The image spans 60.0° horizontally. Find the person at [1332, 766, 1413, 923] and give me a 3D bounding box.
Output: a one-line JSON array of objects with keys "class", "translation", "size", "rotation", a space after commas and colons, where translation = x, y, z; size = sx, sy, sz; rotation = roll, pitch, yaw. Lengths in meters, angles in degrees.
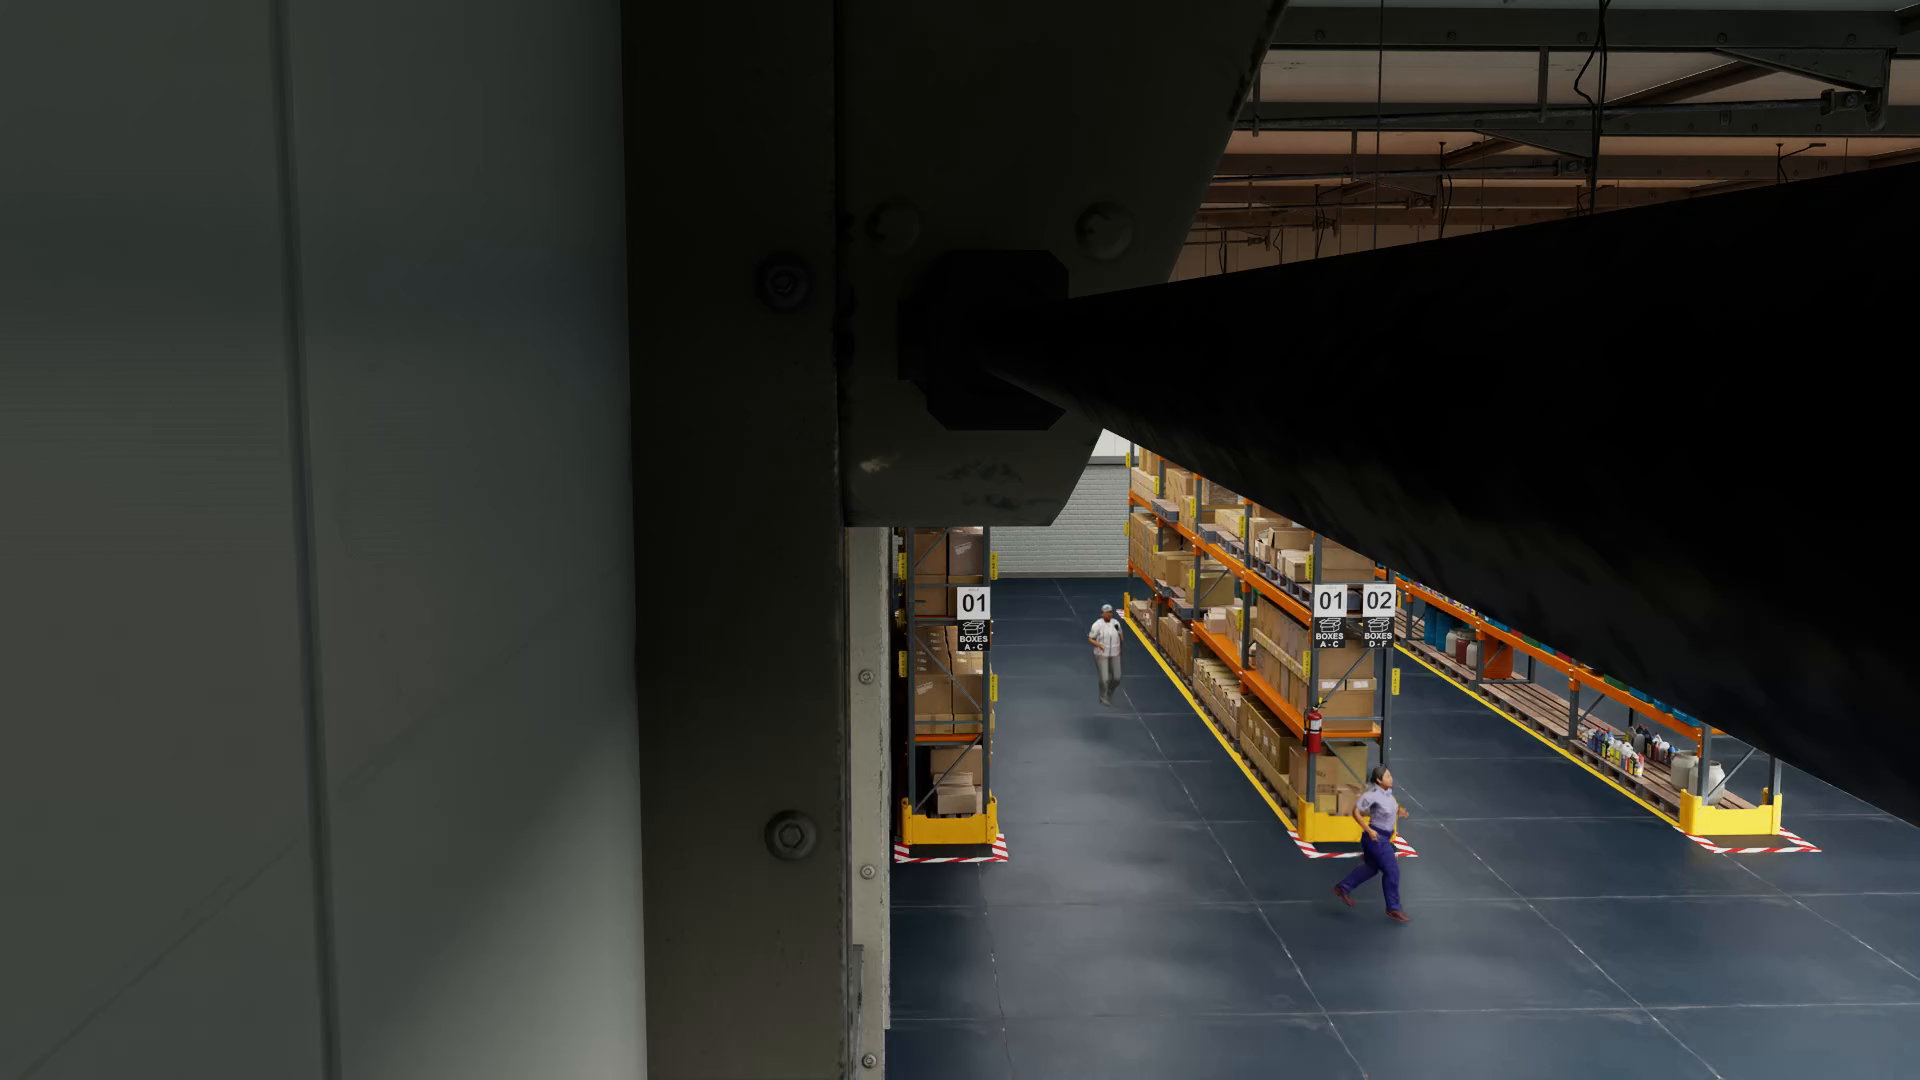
[{"class": "person", "translation": [4.464, 3.247, 17.902], "size": [0.870, 1.660, 0.589], "rotation": [3, 8, 21]}]

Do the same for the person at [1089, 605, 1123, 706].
[{"class": "person", "translation": [2.368, 1.862, 26.568], "size": [0.599, 1.662, 0.535], "rotation": [-2, 7, -13]}]

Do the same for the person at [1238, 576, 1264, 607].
[{"class": "person", "translation": [6.173, 0.903, 35.564], "size": [0.673, 1.771, 0.645], "rotation": [-4, 8, -27]}]
